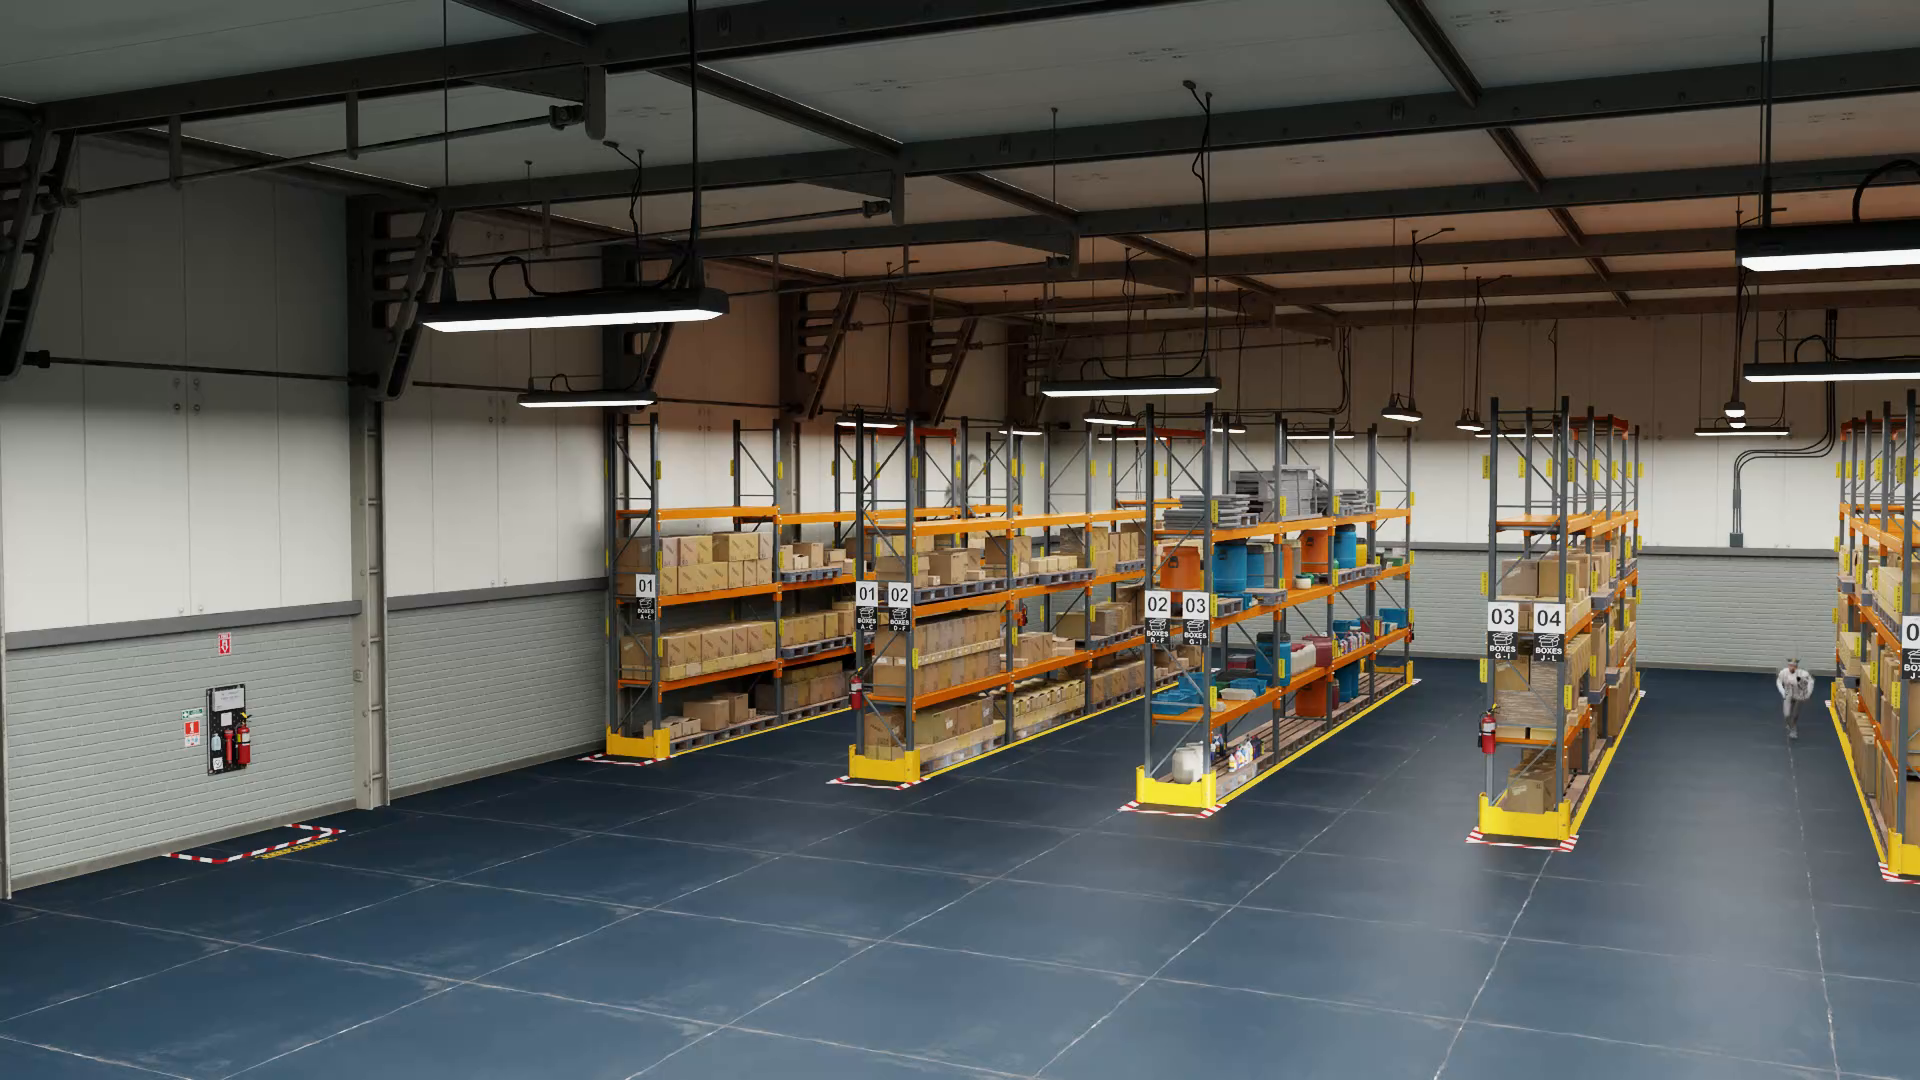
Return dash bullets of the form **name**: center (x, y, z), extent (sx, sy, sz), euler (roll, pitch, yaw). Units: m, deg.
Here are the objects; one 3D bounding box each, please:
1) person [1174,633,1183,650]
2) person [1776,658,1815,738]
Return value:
- **person**: center (5.757, 2.344, 42.464), extent (0.889, 1.797, 0.699), euler (1, 3, 26)
- **person**: center (15.641, 2.949, 31.138), extent (0.640, 1.527, 0.766), euler (2, 3, 32)
